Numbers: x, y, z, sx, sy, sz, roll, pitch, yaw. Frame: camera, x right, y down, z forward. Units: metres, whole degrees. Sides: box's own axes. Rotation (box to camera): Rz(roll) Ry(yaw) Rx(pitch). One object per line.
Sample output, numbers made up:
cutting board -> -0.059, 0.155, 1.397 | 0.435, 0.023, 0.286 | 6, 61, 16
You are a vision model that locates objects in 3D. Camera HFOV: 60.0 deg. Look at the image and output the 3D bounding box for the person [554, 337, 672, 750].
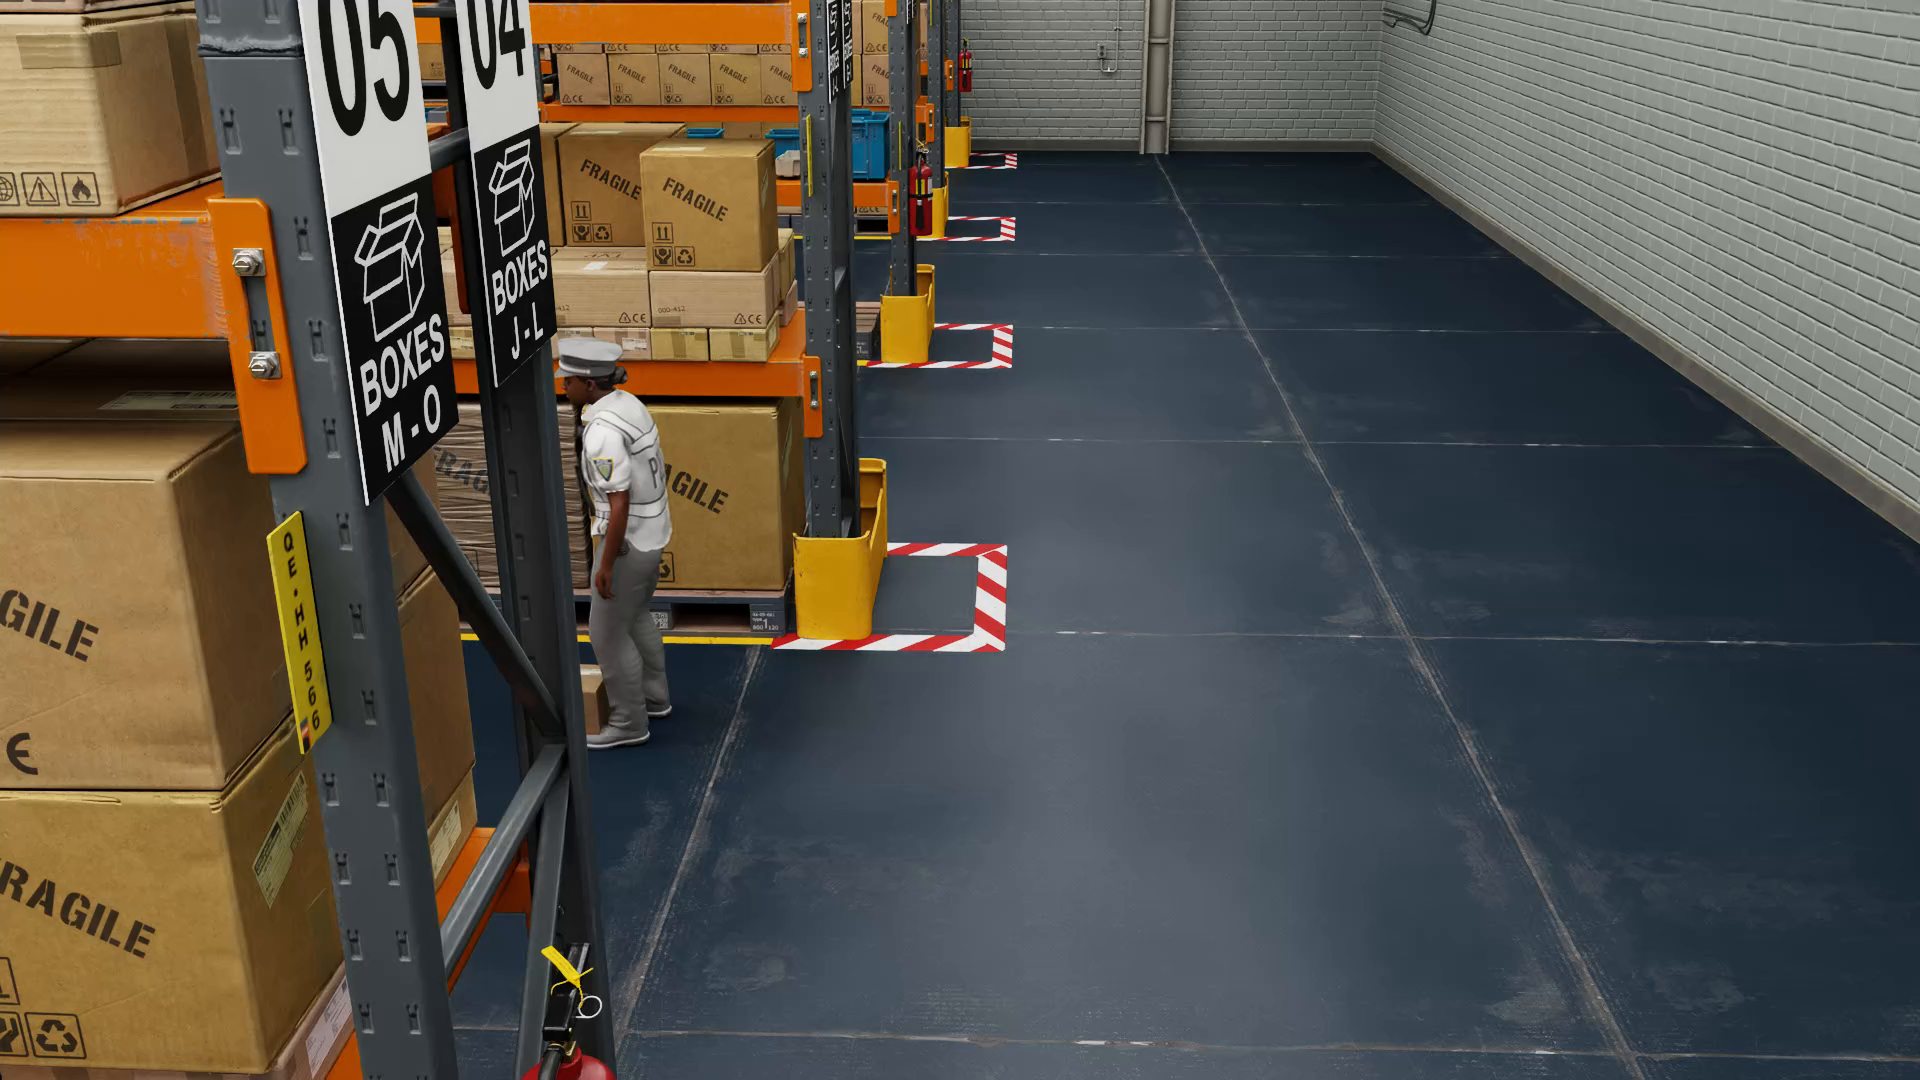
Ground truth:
person -> -1.347, 0.014, 6.539 | 0.422, 1.663, 0.532 | 0, 21, -1
